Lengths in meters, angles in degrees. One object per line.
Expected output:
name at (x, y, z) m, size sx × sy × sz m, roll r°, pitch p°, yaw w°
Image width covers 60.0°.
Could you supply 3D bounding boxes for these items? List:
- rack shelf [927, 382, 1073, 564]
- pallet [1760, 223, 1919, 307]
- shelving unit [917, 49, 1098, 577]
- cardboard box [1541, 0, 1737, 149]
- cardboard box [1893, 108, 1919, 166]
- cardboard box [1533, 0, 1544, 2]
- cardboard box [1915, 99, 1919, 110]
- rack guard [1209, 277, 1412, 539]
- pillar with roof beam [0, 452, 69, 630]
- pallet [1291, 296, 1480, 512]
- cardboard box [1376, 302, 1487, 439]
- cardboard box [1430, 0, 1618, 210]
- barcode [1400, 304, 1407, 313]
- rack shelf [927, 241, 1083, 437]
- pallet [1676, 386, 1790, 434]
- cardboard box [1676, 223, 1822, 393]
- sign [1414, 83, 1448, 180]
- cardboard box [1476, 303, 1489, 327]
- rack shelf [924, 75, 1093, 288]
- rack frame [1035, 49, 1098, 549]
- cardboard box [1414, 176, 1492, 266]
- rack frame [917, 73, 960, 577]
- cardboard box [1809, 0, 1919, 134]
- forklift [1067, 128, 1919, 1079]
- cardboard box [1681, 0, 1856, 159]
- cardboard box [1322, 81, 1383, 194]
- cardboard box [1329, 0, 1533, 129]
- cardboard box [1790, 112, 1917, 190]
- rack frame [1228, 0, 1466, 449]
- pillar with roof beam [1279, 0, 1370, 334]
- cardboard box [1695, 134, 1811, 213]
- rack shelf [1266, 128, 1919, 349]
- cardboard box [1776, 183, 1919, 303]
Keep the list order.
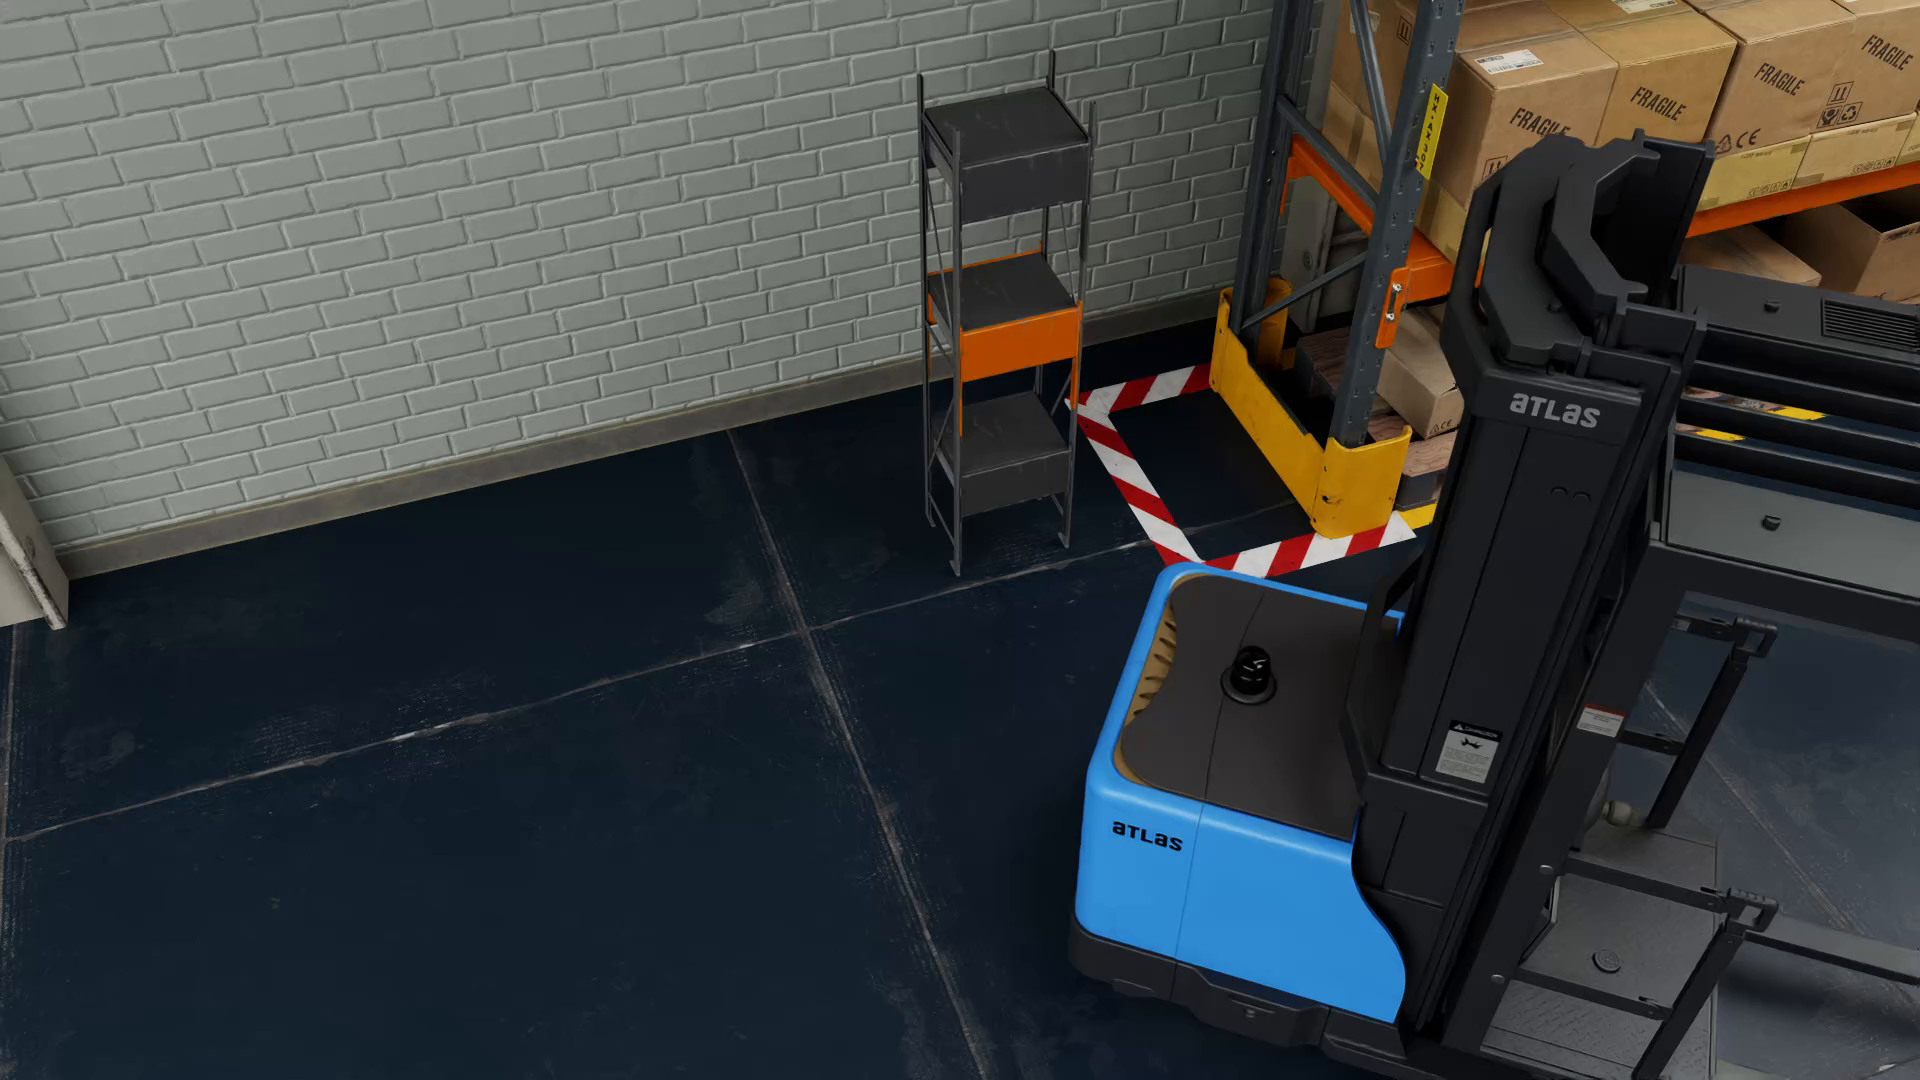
rack shelf at (0.156, -0.277, 6.861) m, size 0.480 × 0.518 × 0.431 m, roll -14°, pitch 47°, yaw -14°
pallet at (4.579, -1.255, 8.161) m, size 1.213 × 0.211 × 1.003 m, roll -14°, pitch 47°, yaw -14°
shelving unit at (0.156, -0.781, 6.355) m, size 0.503 × 2.100 × 0.431 m, roll -14°, pitch 47°, yaw -14°
cardboard box at (2.456, -1.708, 6.206) m, size 0.500 × 0.500 × 0.500 m, roll -14°, pitch 47°, yaw -14°
cardboard box at (3.917, -1.817, 6.844) m, size 0.500 × 0.250 × 0.500 m, roll -15°, pitch 47°, yaw -14°
cardboard box at (2.284, -2.051, 6.548) m, size 0.500 × 0.500 × 0.500 m, roll -14°, pitch 47°, yaw -13°
cardboard box at (3.914, -2.086, 6.582) m, size 0.500 × 0.500 × 0.500 m, roll -16°, pitch 47°, yaw -15°
rack guard at (1.508, -0.598, 7.302) m, size 0.348 × 0.500 × 1.175 m, roll -14°, pitch 47°, yaw -14°
pillar with roof beam at (-2.381, -0.014, 0.720) m, size 0.400 × 9.000 × 9.100 m, roll -14°, pitch 47°, yaw -14°
pallet at (2.284, -0.668, 7.576) m, size 1.213 × 0.211 × 1.003 m, roll -14°, pitch 47°, yaw -14°
cardboard box at (2.118, -0.775, 7.301) m, size 0.500 × 0.311 × 0.500 m, roll -19°, pitch 48°, yaw -18°
cardboard box at (1.988, -1.596, 6.094) m, size 0.500 × 0.500 × 0.500 m, roll -14°, pitch 47°, yaw -14°
barcode at (1.999, -1.049, 7.568) m, size 0.075 × 0.075 × 0.001 m, roll -14°, pitch 47°, yaw -14°
rack shelf at (0.156, -0.771, 6.365) m, size 0.480 × 0.518 × 0.431 m, roll -14°, pitch 47°, yaw -14°
pallet at (3.430, -0.959, 7.866) m, size 1.213 × 0.211 × 1.003 m, roll -14°, pitch 47°, yaw -14°
cardboard box at (3.361, -1.122, 7.514) m, size 0.500 × 0.500 × 0.700 m, roll -17°, pitch 48°, yaw -16°
sign at (1.621, -1.406, 5.732) m, size 0.005 × 0.325 × 0.100 m, roll -14°, pitch 47°, yaw -14°
cardboard box at (2.654, -0.912, 7.438) m, size 0.500 × 0.311 × 0.500 m, roll -11°, pitch 46°, yaw -11°
rack shelf at (0.156, -1.266, 5.869) m, size 0.480 × 0.518 × 0.431 m, roll -14°, pitch 47°, yaw -14°
rack frame at (0.385, -0.840, 6.414) m, size 0.015 × 2.100 × 0.400 m, roll -14°, pitch 47°, yaw -14°
cardboard box at (2.003, -1.322, 6.351) m, size 0.500 × 0.250 × 0.500 m, roll -16°, pitch 47°, yaw -15°
rack frame at (-0.074, -0.722, 6.297) m, size 0.015 × 2.100 × 0.400 m, roll -14°, pitch 47°, yaw -14°
cardboard box at (3.425, -1.960, 6.457) m, size 0.500 × 0.500 × 0.500 m, roll -13°, pitch 47°, yaw -13°
forklift at (1.933, 0.442, 4.550) m, size 3.031 × 2.935 × 1.130 m, roll 14°, pitch 47°, yaw 13°
cardboard box at (2.944, -1.828, 6.326) m, size 0.500 × 0.500 × 0.500 m, roll -16°, pitch 47°, yaw -15°
cardboard box at (1.810, -1.658, 6.686) m, size 0.500 × 0.250 × 0.500 m, roll -14°, pitch 47°, yaw -13°
cardboard box at (1.808, -1.936, 6.433) m, size 0.500 × 0.500 × 0.500 m, roll -15°, pitch 47°, yaw -14°
cardboard box at (3.444, -1.695, 6.723) m, size 0.500 × 0.250 × 0.500 m, roll -14°, pitch 47°, yaw -14°
rack frame at (1.437, -1.462, 6.399) m, size 0.127 × 3.000 × 1.000 m, roll -14°, pitch 47°, yaw -14°
pillar with roof beam at (3.263, -1.457, 2.158) m, size 0.400 × 9.000 × 9.100 m, roll -14°, pitch 47°, yaw -14°
cardboard box at (2.968, -1.575, 6.603) m, size 0.500 × 0.250 × 0.500 m, roll -15°, pitch 47°, yaw -14°
rack shelf at (3.318, -1.689, 7.133) m, size 4.000 × 0.370 × 1.077 m, roll -14°, pitch 47°, yaw -14°
cardboard box at (4.236, -1.421, 7.812) m, size 0.500 × 0.500 × 0.500 m, roll -18°, pitch 48°, yaw -17°
